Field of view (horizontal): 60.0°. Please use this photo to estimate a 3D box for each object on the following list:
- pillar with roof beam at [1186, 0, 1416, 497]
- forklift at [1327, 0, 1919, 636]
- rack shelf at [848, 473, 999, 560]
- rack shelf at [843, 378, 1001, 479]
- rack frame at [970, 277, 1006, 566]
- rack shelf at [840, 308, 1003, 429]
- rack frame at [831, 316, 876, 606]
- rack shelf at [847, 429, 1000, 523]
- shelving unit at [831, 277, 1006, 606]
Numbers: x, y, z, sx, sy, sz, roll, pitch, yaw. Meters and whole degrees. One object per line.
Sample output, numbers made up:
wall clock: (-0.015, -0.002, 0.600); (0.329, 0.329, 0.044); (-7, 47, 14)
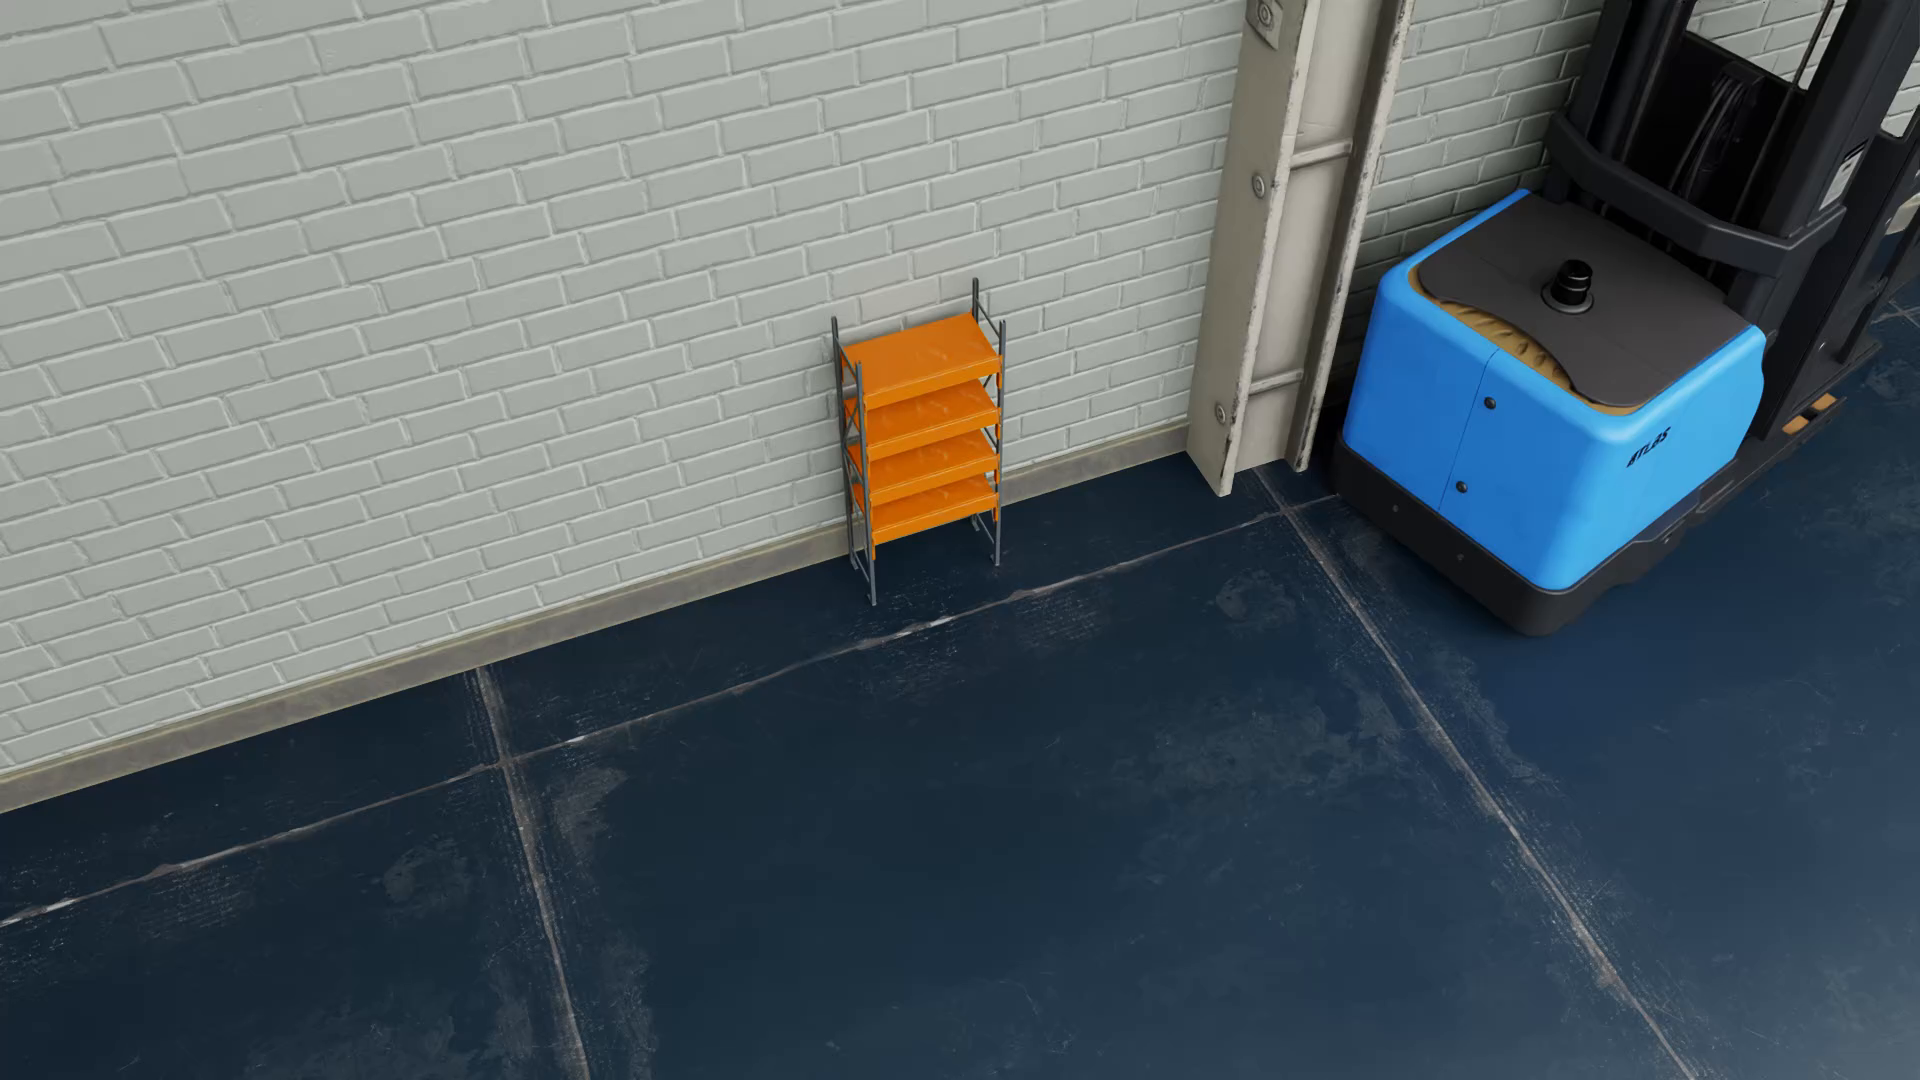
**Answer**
pillar with roof beam: (2.747, -0.238, 0.523); (0.400, 9.000, 9.100); (-17, 52, -14)
forklift: (2.863, -1.571, 5.667); (3.031, 2.935, 1.130); (-32, 56, -24)
rack shelf: (-0.132, -0.134, 5.924); (0.480, 0.148, 0.258); (-18, 52, -15)
rack shelf: (-0.132, -0.409, 5.604); (0.480, 0.148, 0.258); (-18, 52, -15)
rack frame: (0.093, -0.378, 5.784); (0.015, 1.200, 0.240); (-18, 52, -15)
rack shelf: (-0.132, -0.563, 5.424); (0.480, 0.148, 0.258); (-18, 52, -15)
rack frame: (-0.357, -0.235, 5.661); (0.015, 1.200, 0.240); (-18, 52, -15)
rack shelf: (-0.132, -0.263, 5.773); (0.480, 0.148, 0.258); (-18, 52, -15)
shelving unit: (-0.132, -0.307, 5.722); (0.503, 1.200, 0.258); (-18, 52, -15)
